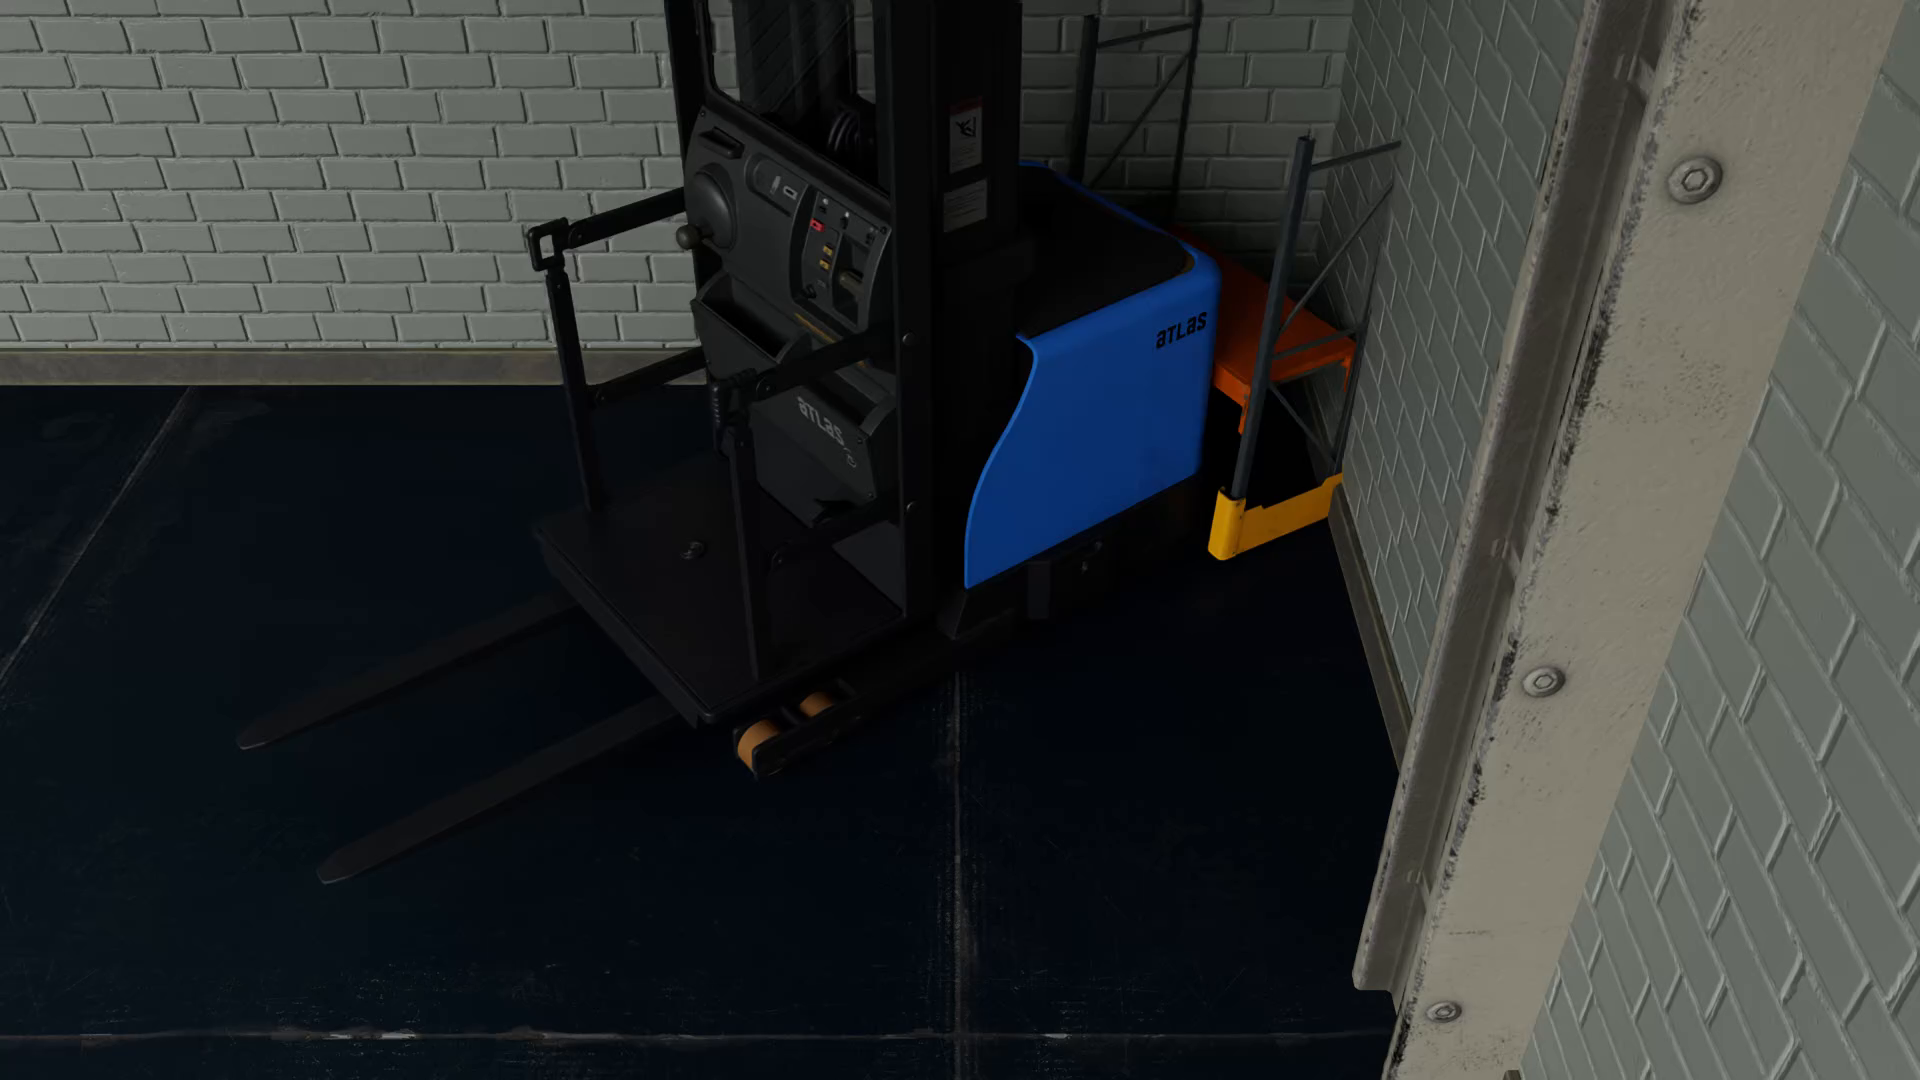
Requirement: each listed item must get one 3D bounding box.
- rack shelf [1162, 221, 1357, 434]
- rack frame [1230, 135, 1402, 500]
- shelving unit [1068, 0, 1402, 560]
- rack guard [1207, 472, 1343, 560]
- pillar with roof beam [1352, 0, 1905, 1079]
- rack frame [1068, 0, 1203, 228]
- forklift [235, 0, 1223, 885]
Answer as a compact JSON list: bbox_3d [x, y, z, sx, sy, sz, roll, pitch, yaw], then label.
[{"bbox_3d":[0.850,-0.759,5.730,0.538,0.185,1.000,-20,44,-27],"label":"rack shelf"},{"bbox_3d":[1.138,-0.625,5.295,0.500,1.500,0.032,-20,44,-27],"label":"rack frame"},{"bbox_3d":[0.864,-0.895,5.613,0.587,1.500,1.083,-20,44,-27],"label":"shelving unit"},{"bbox_3d":[1.106,-0.137,5.684,0.587,0.250,0.087,-20,44,-27],"label":"rack guard"},{"bbox_3d":[-3.128,-2.259,1.372,9.100,9.000,0.400,0,39,0],"label":"pillar with roof beam"},{"bbox_3d":[0.579,-1.175,5.942,0.500,1.500,0.032,-20,44,-27],"label":"rack frame"},{"bbox_3d":[-0.649,-0.828,4.439,3.031,2.935,1.130,-26,45,-29],"label":"forklift"}]
